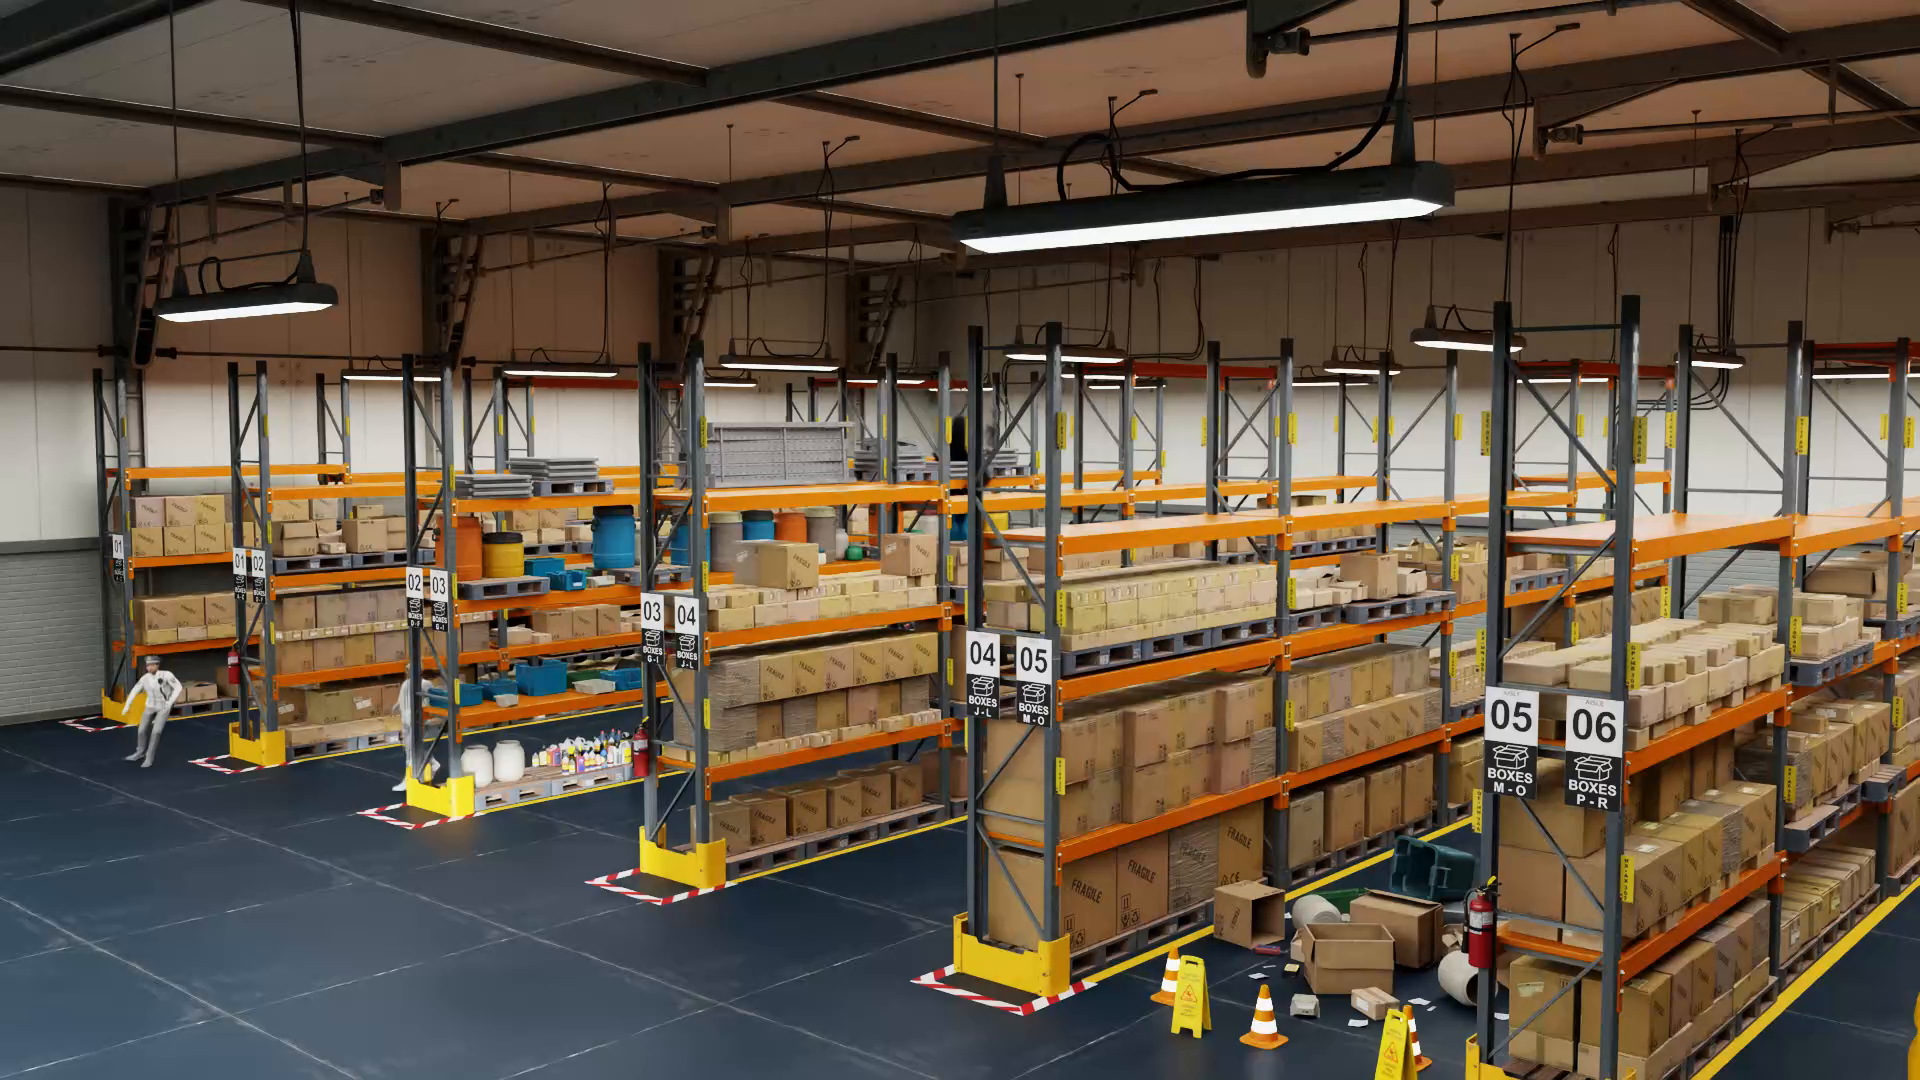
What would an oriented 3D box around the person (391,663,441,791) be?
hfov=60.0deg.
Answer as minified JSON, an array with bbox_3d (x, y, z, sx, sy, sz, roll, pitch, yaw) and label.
[{"bbox_3d":[-7.599,2.560,23.202,0.704,1.772,0.854,3,5,37],"label":"person"}]

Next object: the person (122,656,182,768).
[{"bbox_3d":[-12.072,2.526,24.760,0.867,1.629,0.660,0,4,-1],"label":"person"}]

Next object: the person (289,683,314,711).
[{"bbox_3d":[-10.788,2.318,27.197,0.587,1.674,0.656,2,5,30],"label":"person"}]
